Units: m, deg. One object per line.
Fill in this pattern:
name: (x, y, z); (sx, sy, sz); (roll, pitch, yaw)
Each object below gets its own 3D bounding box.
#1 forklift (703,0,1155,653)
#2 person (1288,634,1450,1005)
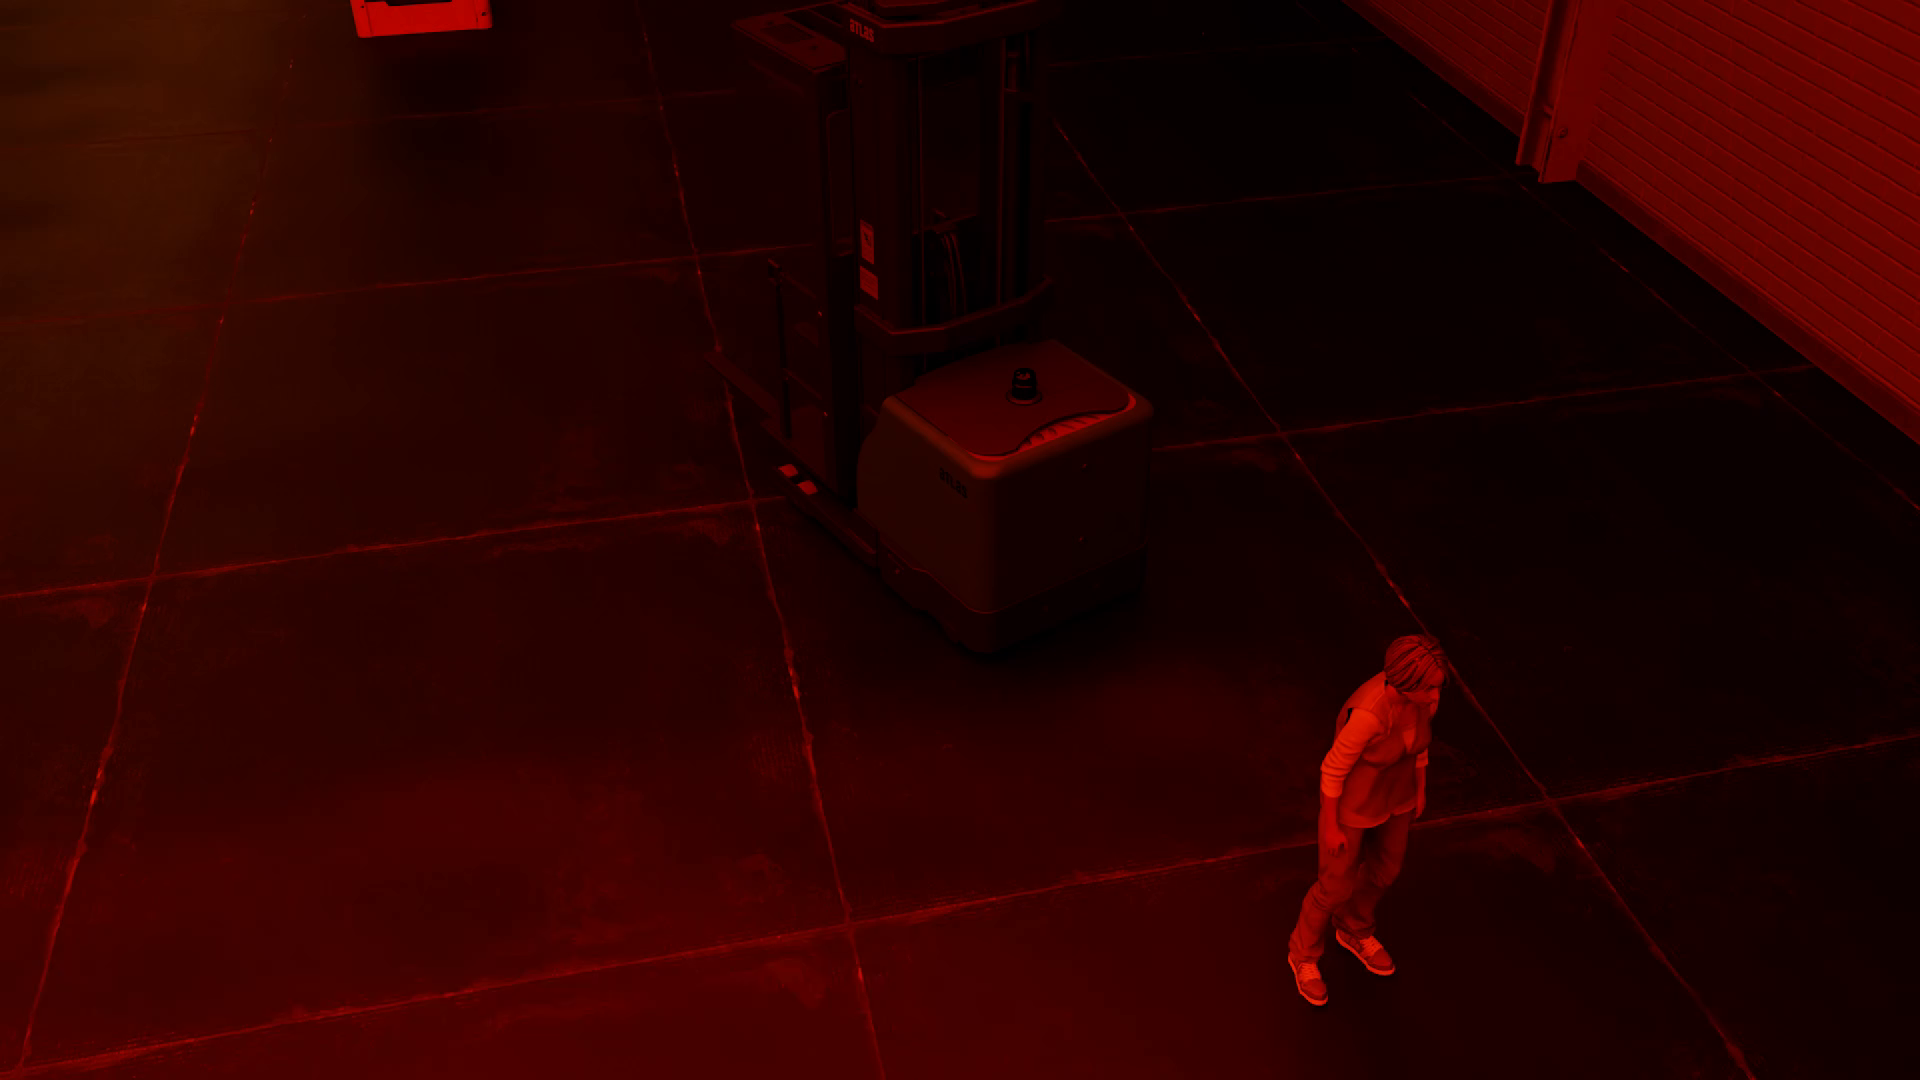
forklift: (-0.350, -1.480, 8.107); (1.130, 2.935, 3.031); (-22, 41, -28)
person: (1.447, 0.949, 5.877); (0.485, 1.593, 0.342); (-18, 40, -23)
